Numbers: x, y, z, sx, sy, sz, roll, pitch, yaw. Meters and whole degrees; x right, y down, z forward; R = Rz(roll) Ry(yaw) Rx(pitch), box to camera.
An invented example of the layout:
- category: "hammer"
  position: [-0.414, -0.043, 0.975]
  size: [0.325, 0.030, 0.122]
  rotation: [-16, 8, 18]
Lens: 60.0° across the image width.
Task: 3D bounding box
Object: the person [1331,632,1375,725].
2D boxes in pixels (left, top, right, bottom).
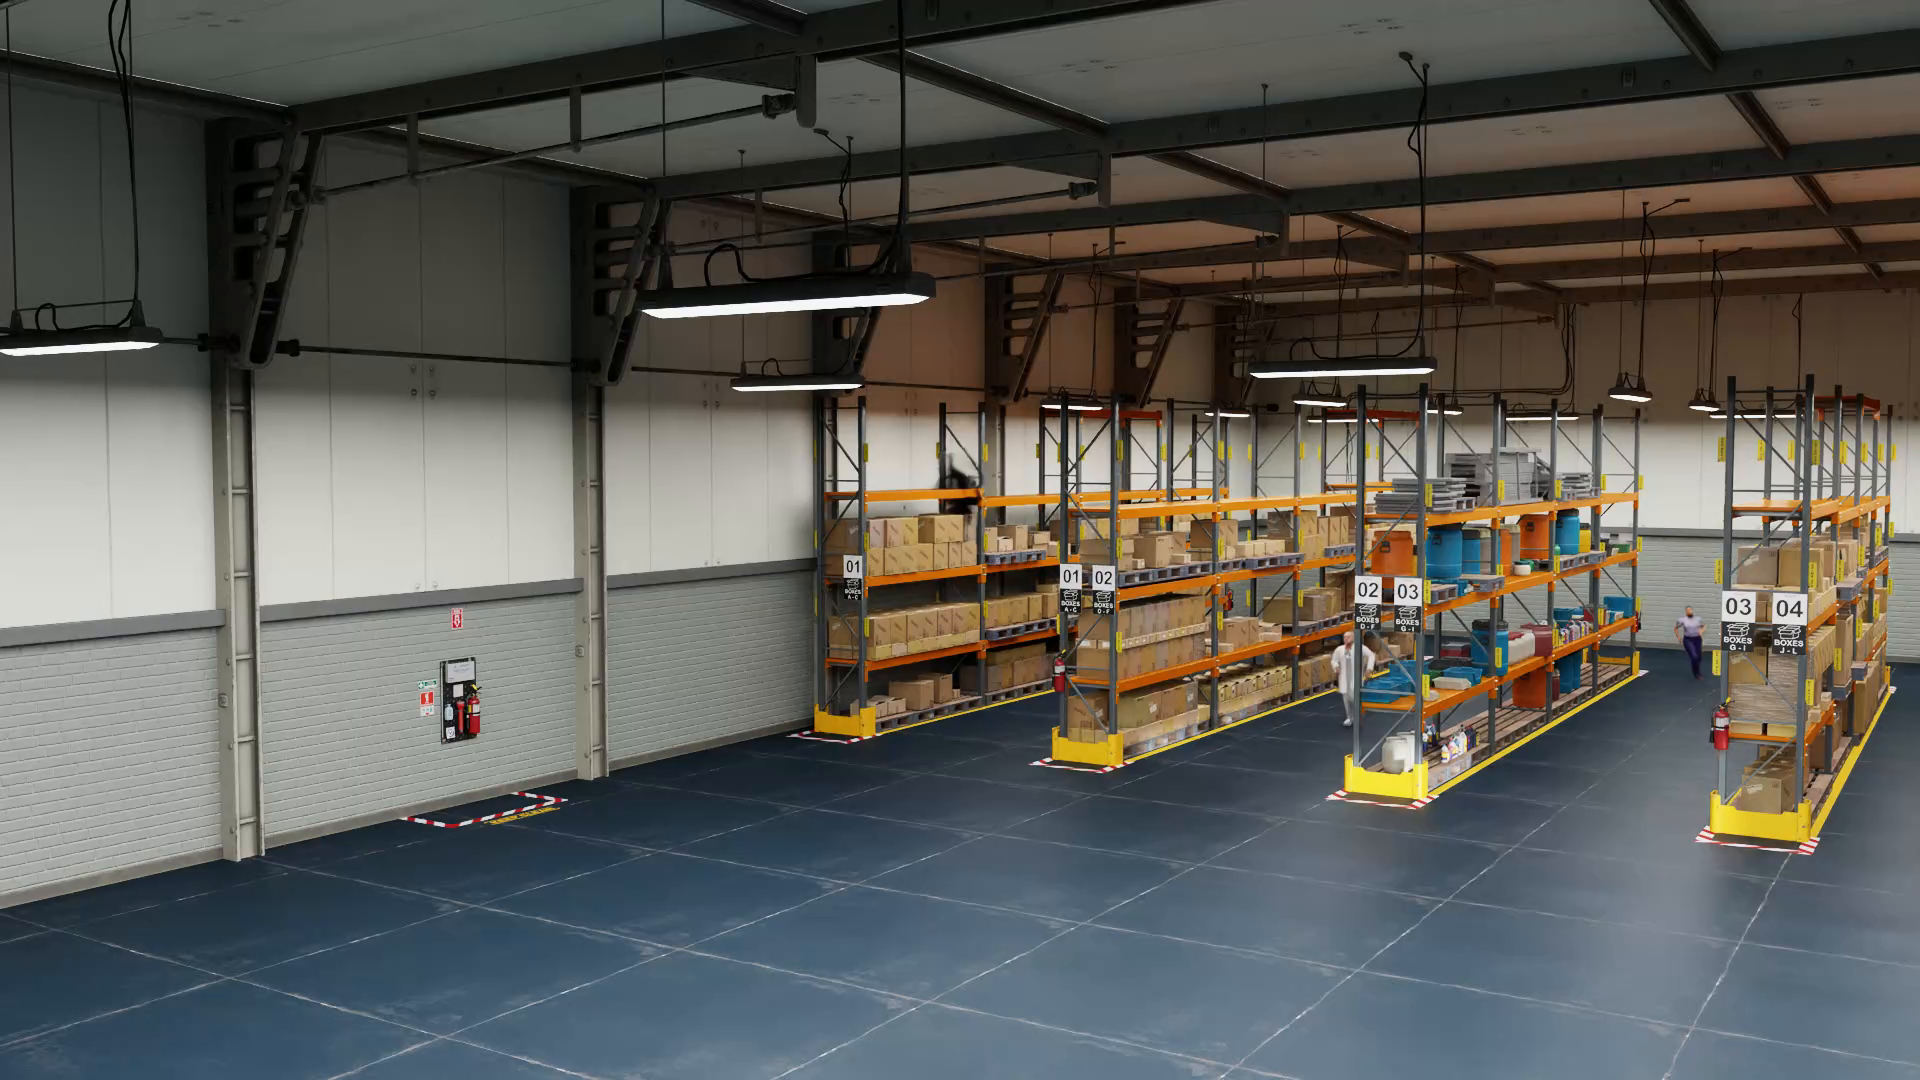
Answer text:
- category: "person"
  position: [7.110, 2.539, 30.254]
  size: [0.735, 1.722, 0.820]
  rotation: [2, 4, 32]

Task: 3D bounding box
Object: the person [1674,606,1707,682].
- category: "person"
  position: [16.152, 2.263, 36.700]
  size: [0.661, 1.632, 0.833]
  rotation: [0, 3, 6]
